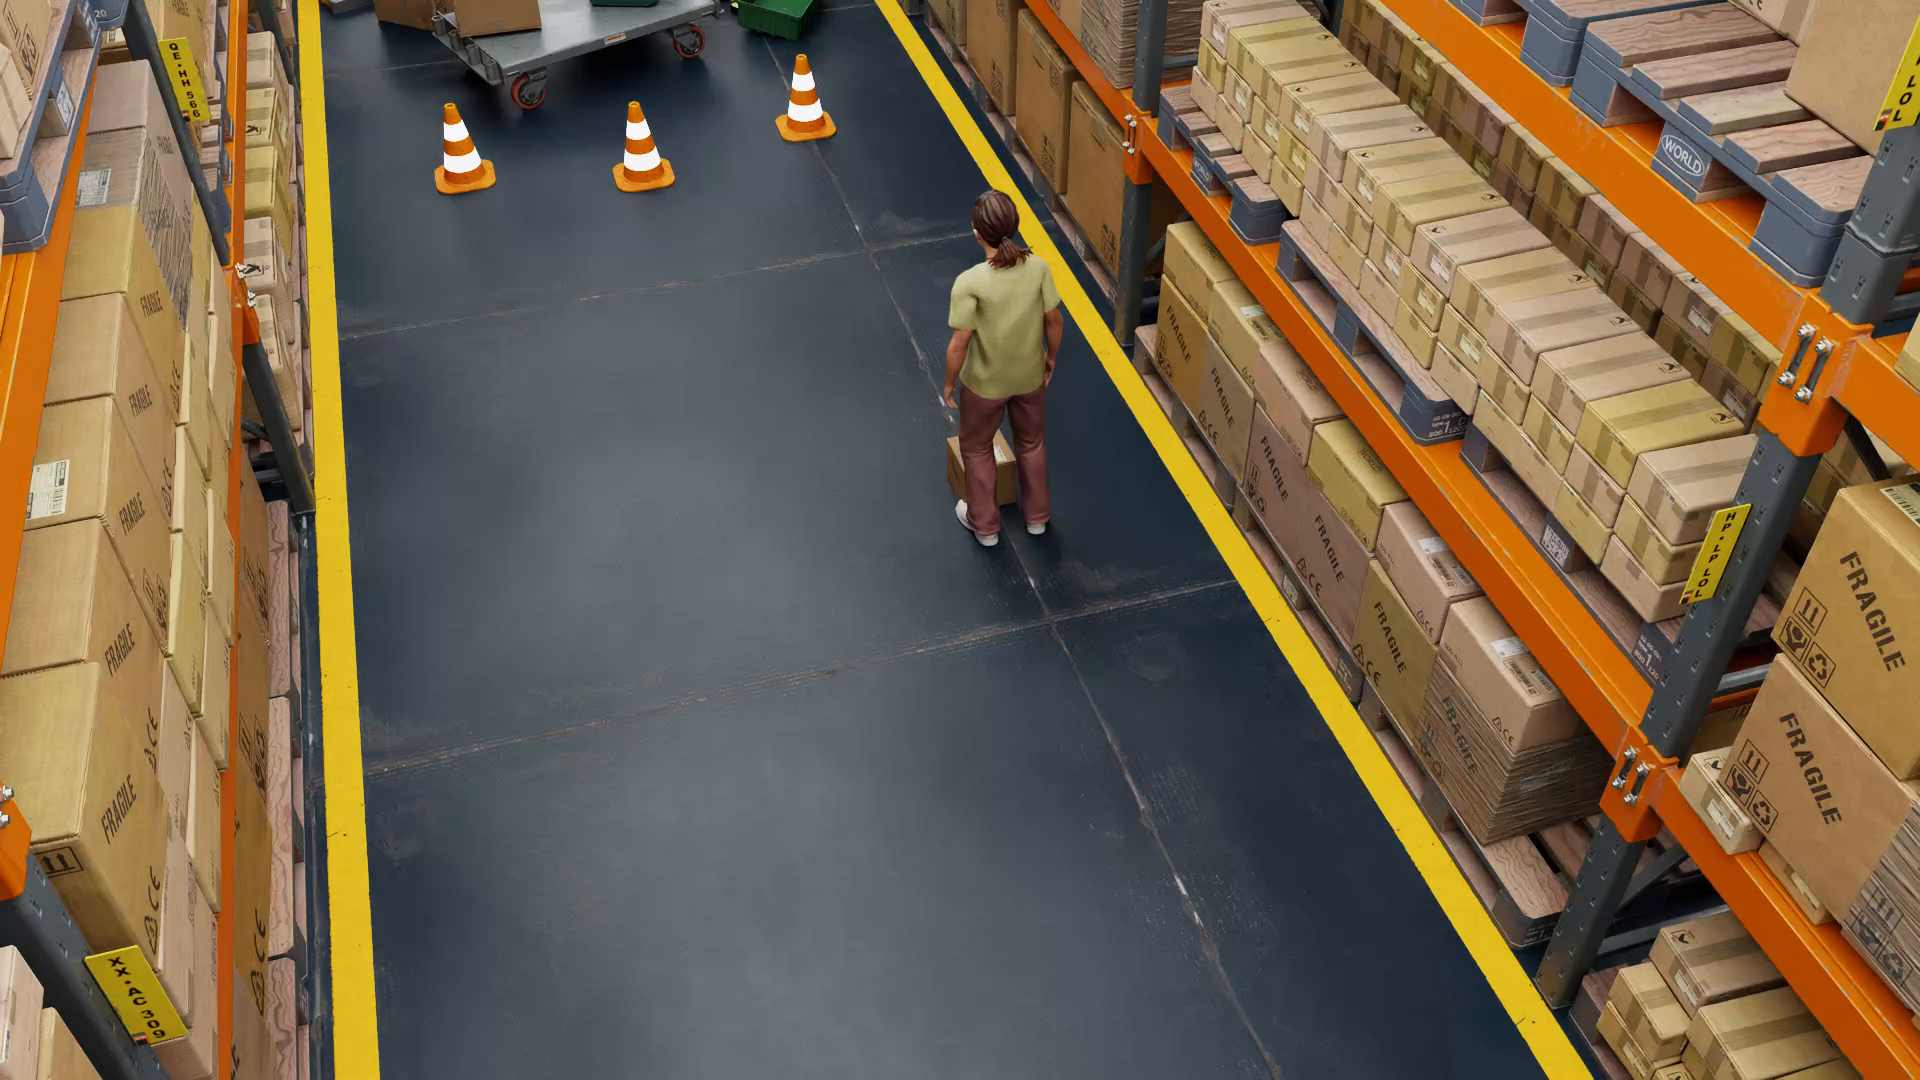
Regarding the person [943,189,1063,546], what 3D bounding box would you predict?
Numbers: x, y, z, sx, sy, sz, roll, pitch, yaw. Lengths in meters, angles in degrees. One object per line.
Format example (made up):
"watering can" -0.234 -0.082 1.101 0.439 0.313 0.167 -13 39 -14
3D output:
"person" 0.172 -0.684 6.910 0.520 1.673 0.355 -14 44 -15
